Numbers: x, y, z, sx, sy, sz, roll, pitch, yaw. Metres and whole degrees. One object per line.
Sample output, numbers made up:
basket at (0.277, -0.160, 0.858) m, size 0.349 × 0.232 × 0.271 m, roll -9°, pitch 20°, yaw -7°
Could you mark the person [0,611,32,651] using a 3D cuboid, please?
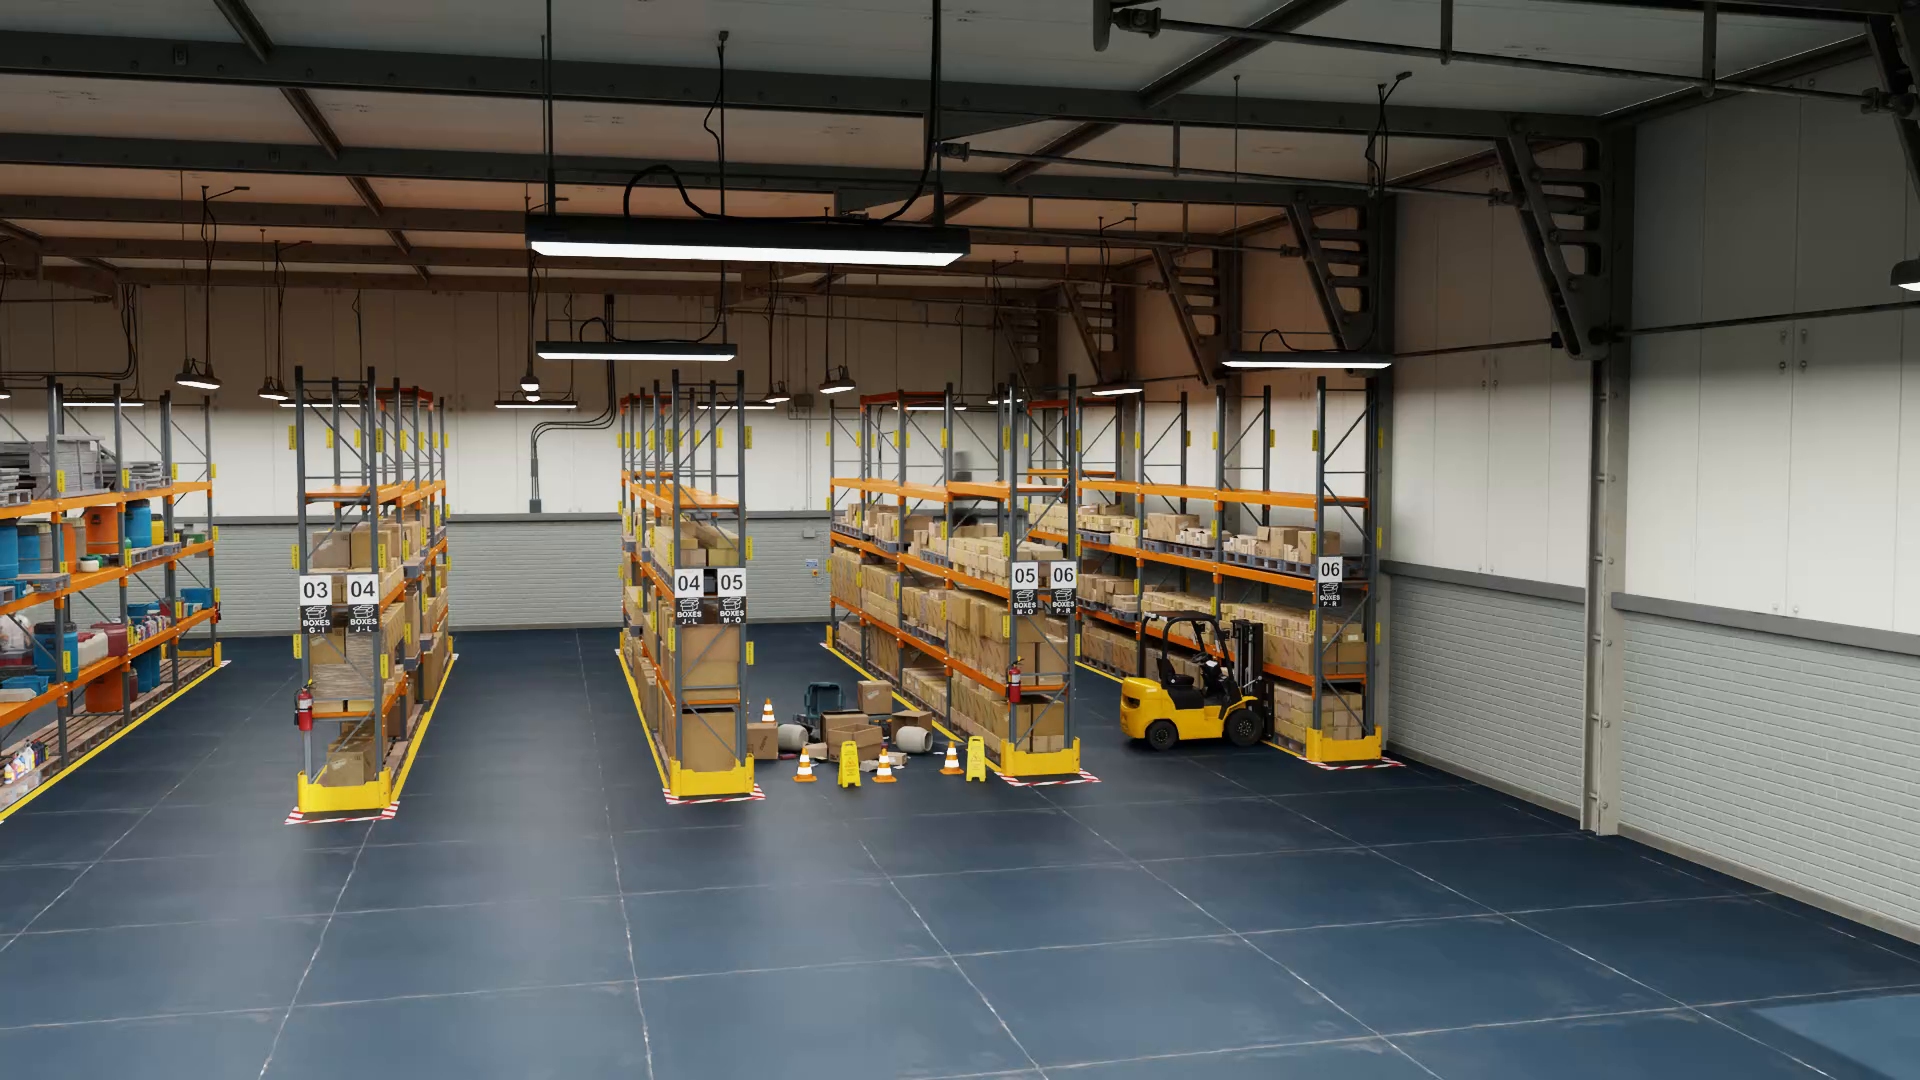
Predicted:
person at (-19.234, 2.119, 33.784) m, size 0.657 × 1.743 × 0.590 m, roll -2°, pitch 4°, yaw -24°
